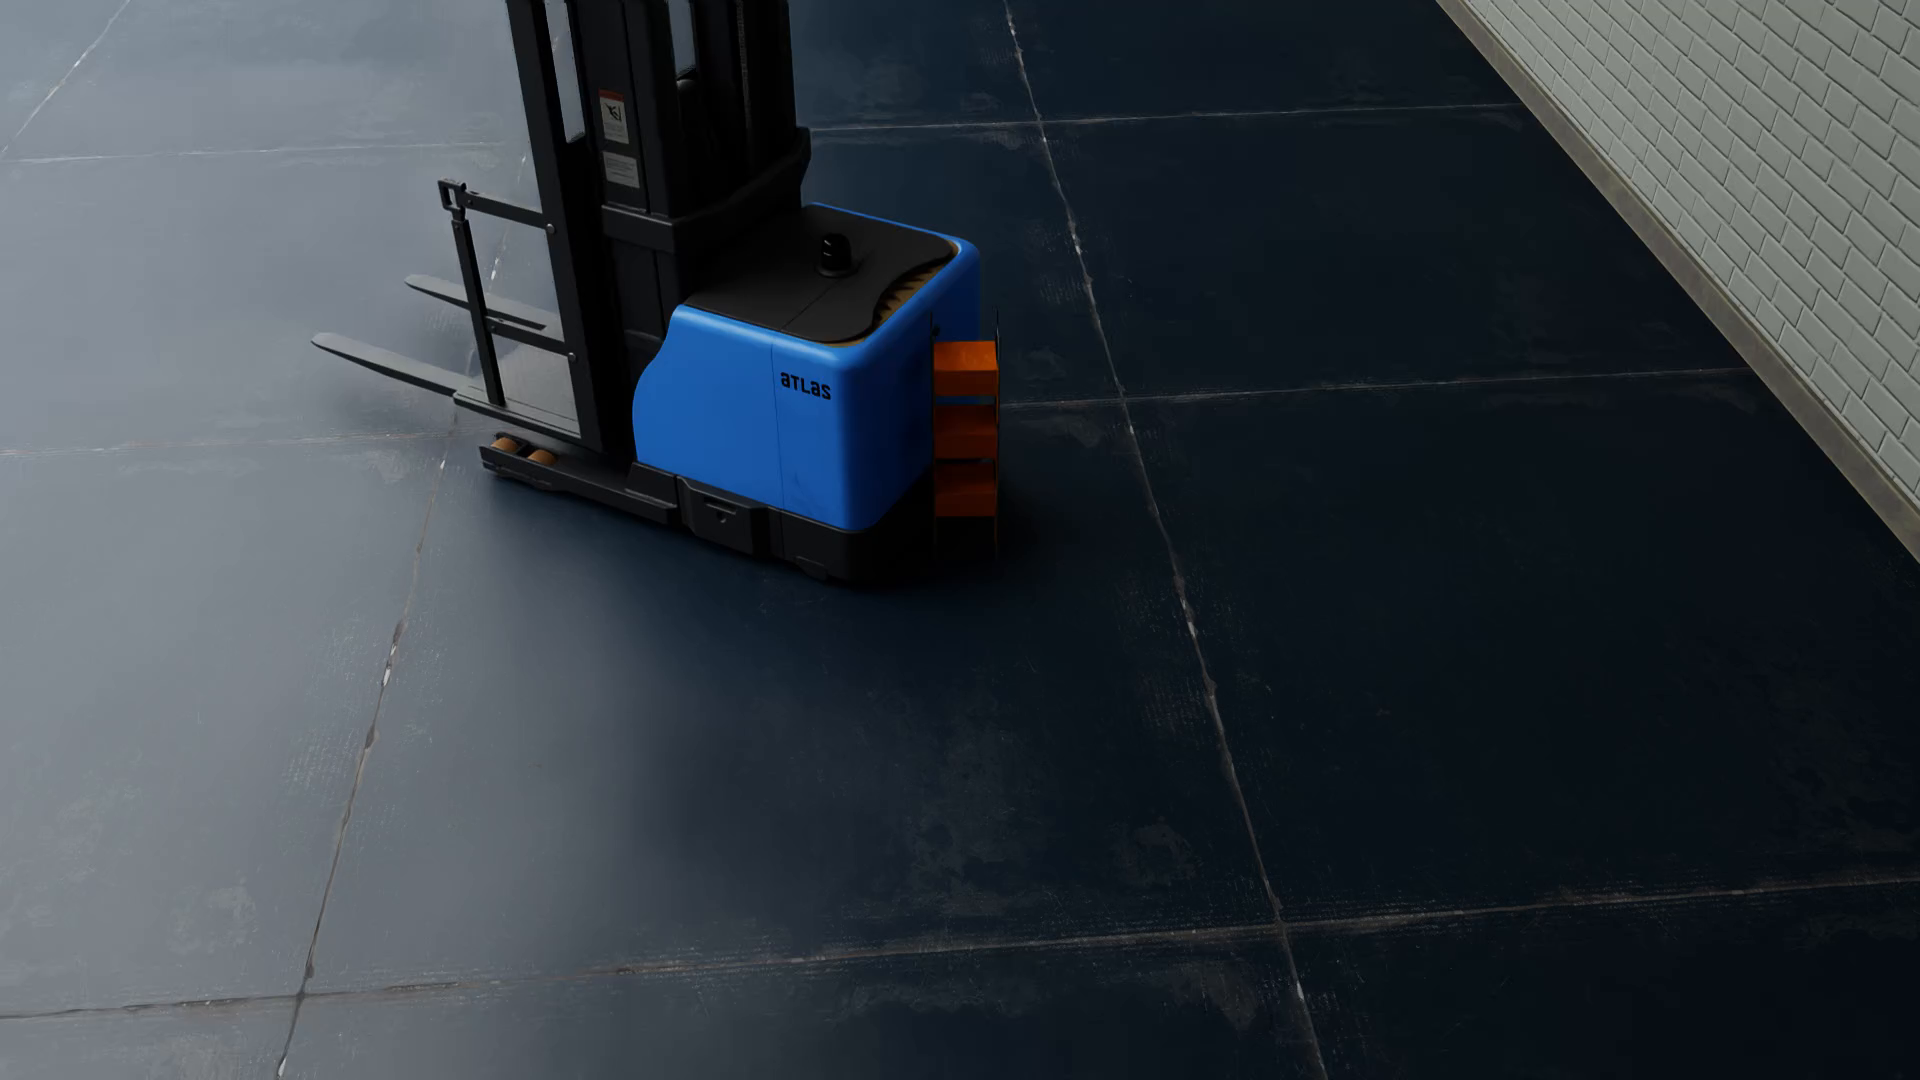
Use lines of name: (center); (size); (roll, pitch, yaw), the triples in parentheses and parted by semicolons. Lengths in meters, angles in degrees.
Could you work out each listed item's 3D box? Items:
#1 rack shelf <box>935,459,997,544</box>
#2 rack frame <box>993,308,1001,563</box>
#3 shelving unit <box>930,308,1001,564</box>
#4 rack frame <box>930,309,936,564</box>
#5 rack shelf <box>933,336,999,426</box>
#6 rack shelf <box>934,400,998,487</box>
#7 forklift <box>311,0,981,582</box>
rack shelf: (0.019, -0.153, 6.562); (0.240, 0.259, 0.215); (-1, 38, -1)
rack frame: (0.141, -0.382, 6.386); (0.008, 1.050, 0.200); (-1, 38, -1)
shelving unit: (0.019, -0.379, 6.383); (0.252, 1.050, 0.215); (-1, 38, -1)
rack frame: (-0.103, -0.377, 6.380); (0.008, 1.050, 0.200); (-1, 38, -1)
rack shelf: (0.019, -0.594, 6.214); (0.240, 0.259, 0.215); (-1, 38, -1)
rack shelf: (0.019, -0.371, 6.390); (0.240, 0.259, 0.215); (-1, 38, -1)
forklift: (-1.453, -1.632, 6.452); (3.031, 2.935, 1.130); (18, 42, 21)
